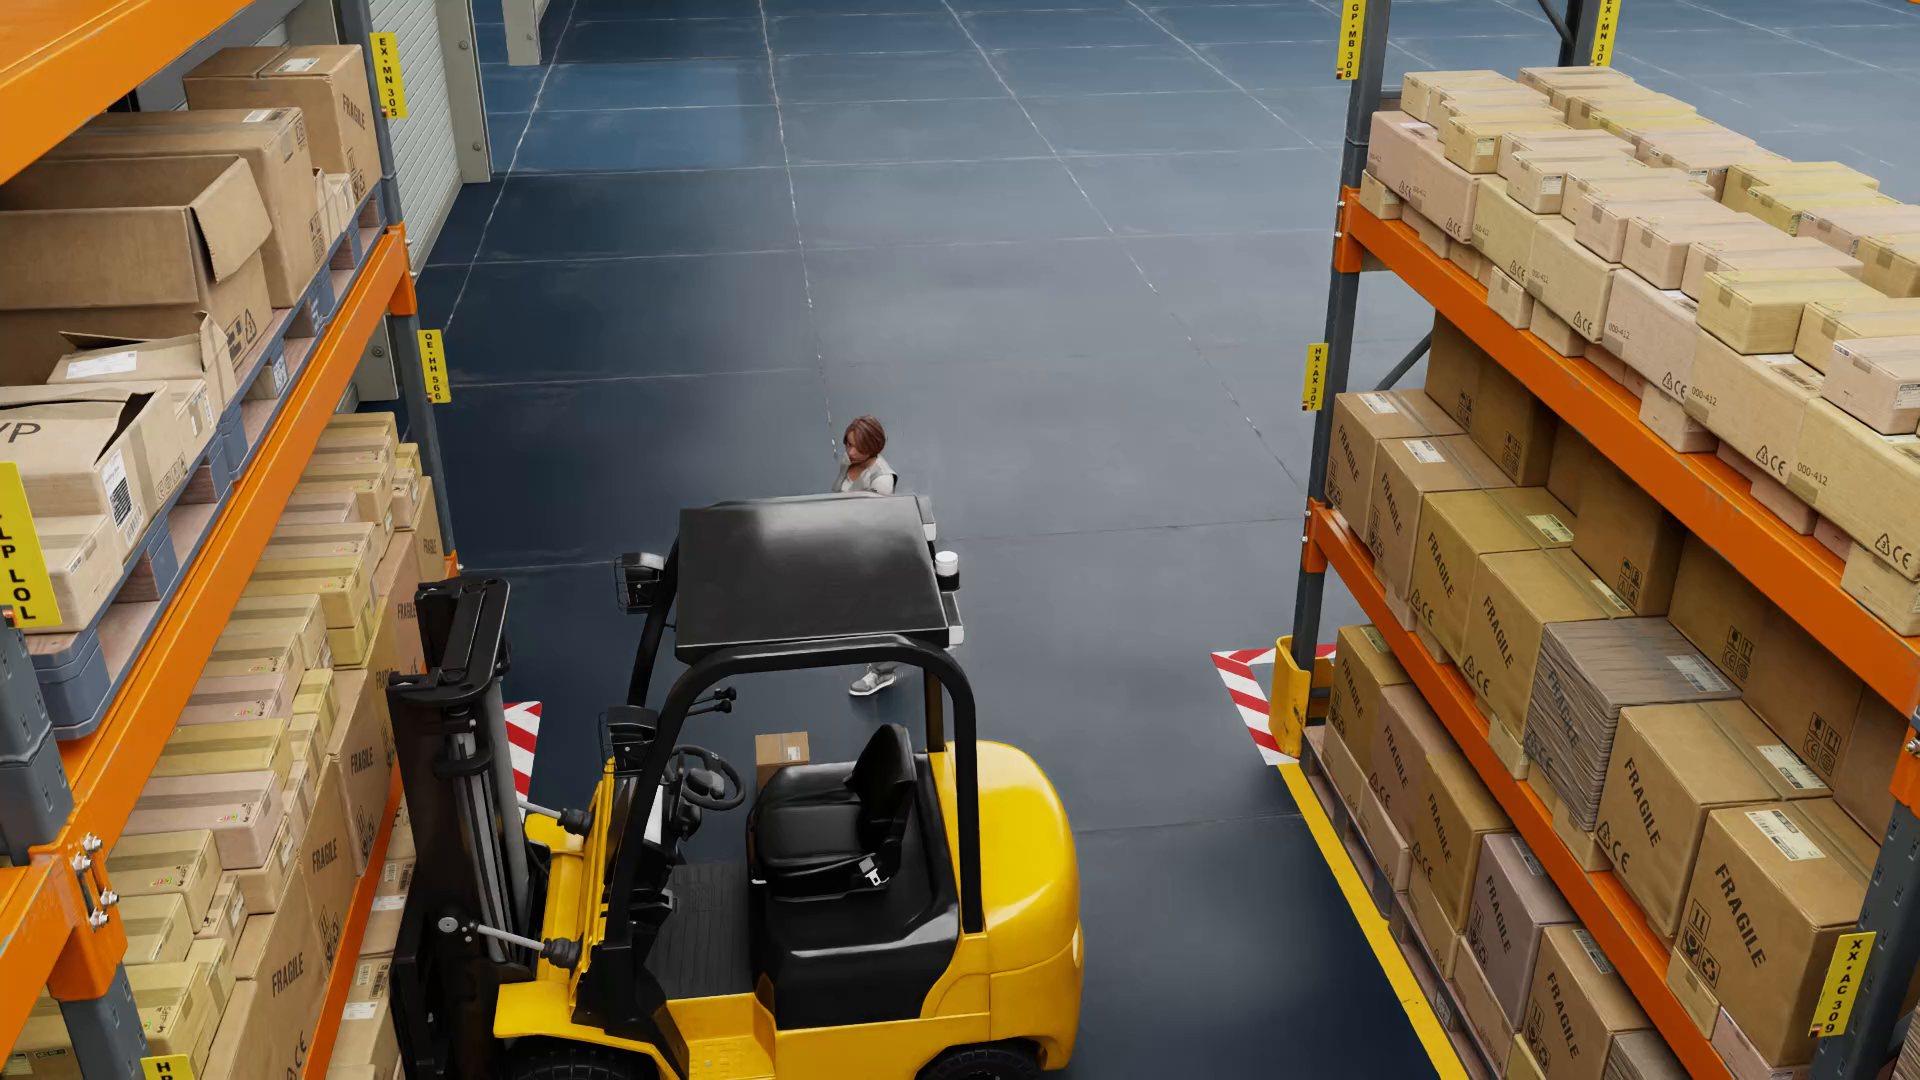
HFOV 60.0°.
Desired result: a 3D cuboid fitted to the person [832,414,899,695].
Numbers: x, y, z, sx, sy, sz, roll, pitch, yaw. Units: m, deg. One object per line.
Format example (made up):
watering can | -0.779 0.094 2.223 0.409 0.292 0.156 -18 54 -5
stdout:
person | -0.417 0.056 8.489 0.457 1.594 0.469 -17 32 -29
